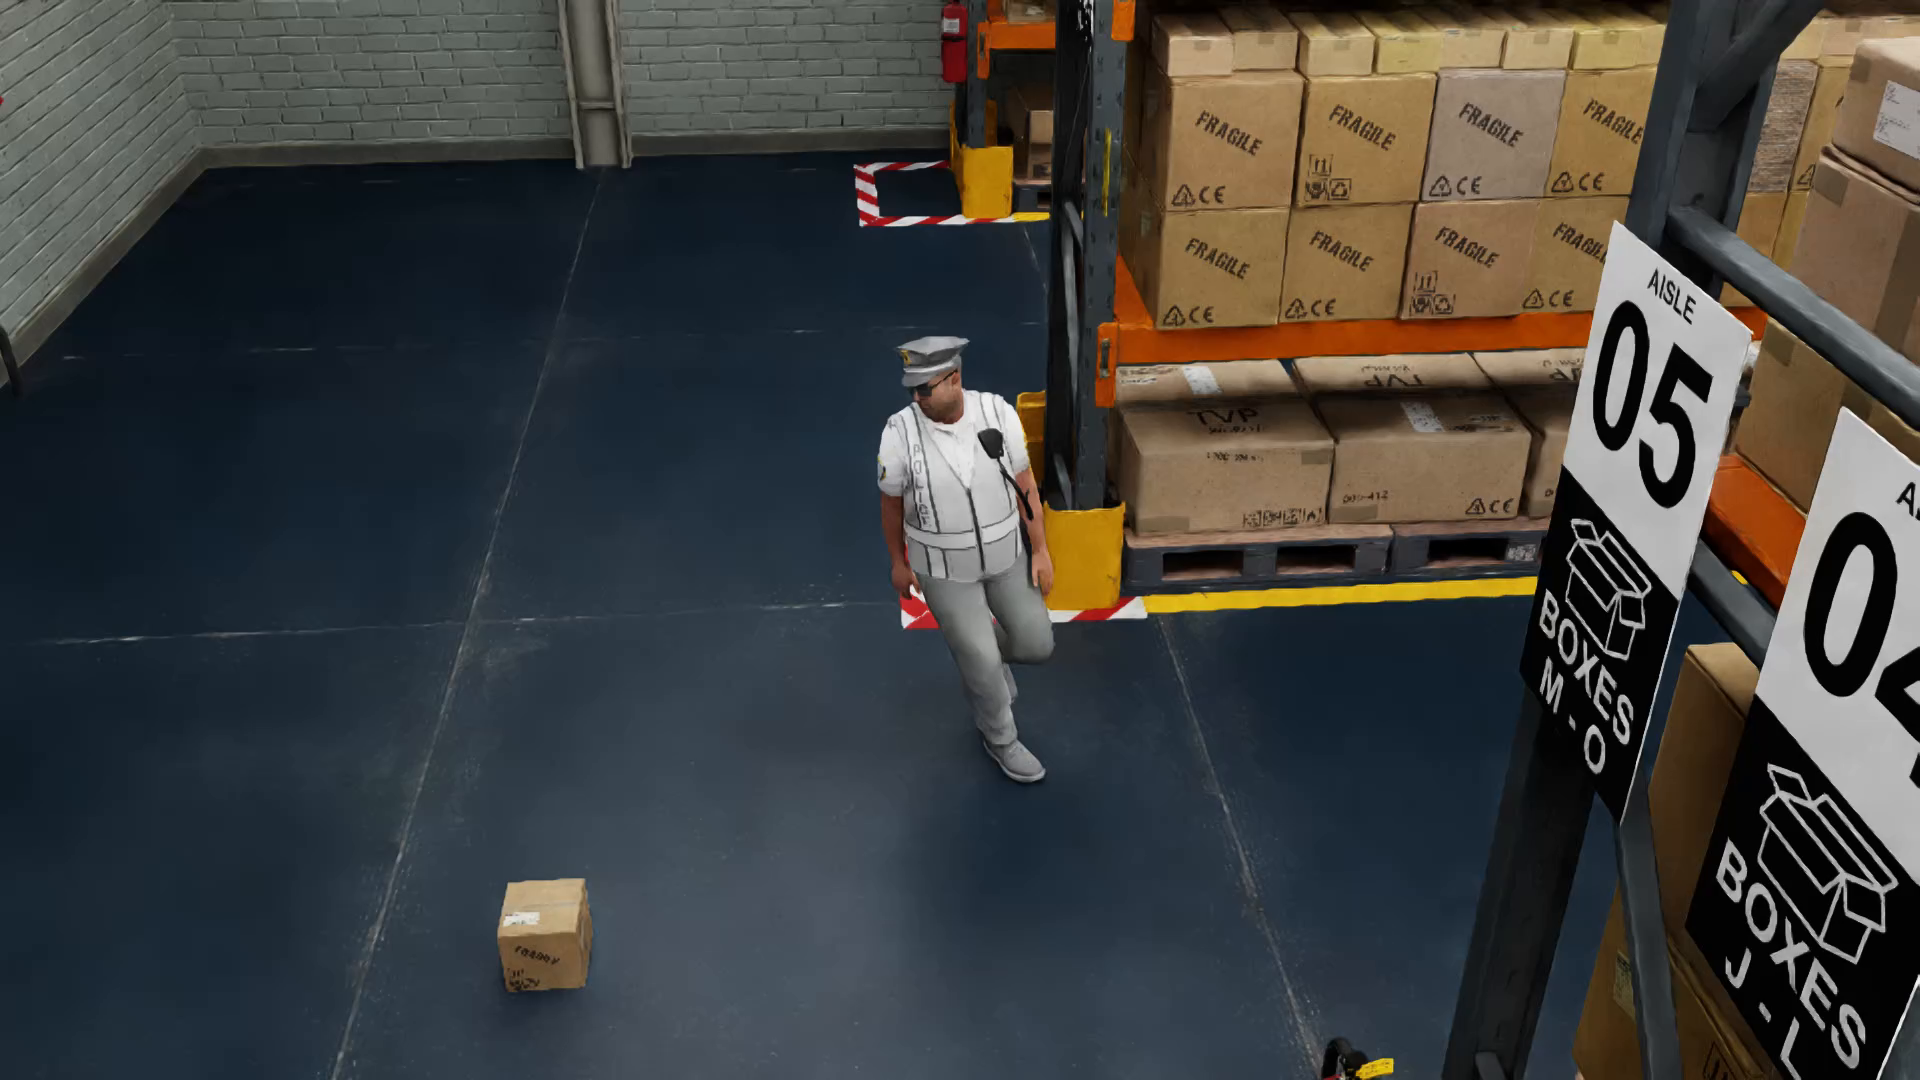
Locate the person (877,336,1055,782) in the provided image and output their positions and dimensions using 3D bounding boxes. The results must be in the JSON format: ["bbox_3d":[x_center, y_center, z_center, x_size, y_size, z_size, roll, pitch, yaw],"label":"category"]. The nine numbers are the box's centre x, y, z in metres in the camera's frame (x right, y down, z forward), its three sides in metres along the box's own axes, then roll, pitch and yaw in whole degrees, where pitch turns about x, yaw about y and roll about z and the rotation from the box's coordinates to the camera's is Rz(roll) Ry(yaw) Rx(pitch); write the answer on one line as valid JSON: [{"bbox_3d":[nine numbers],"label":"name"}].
[{"bbox_3d":[0.036,0.067,6.050,0.595,1.701,0.655,-11,32,-17],"label":"person"}]
